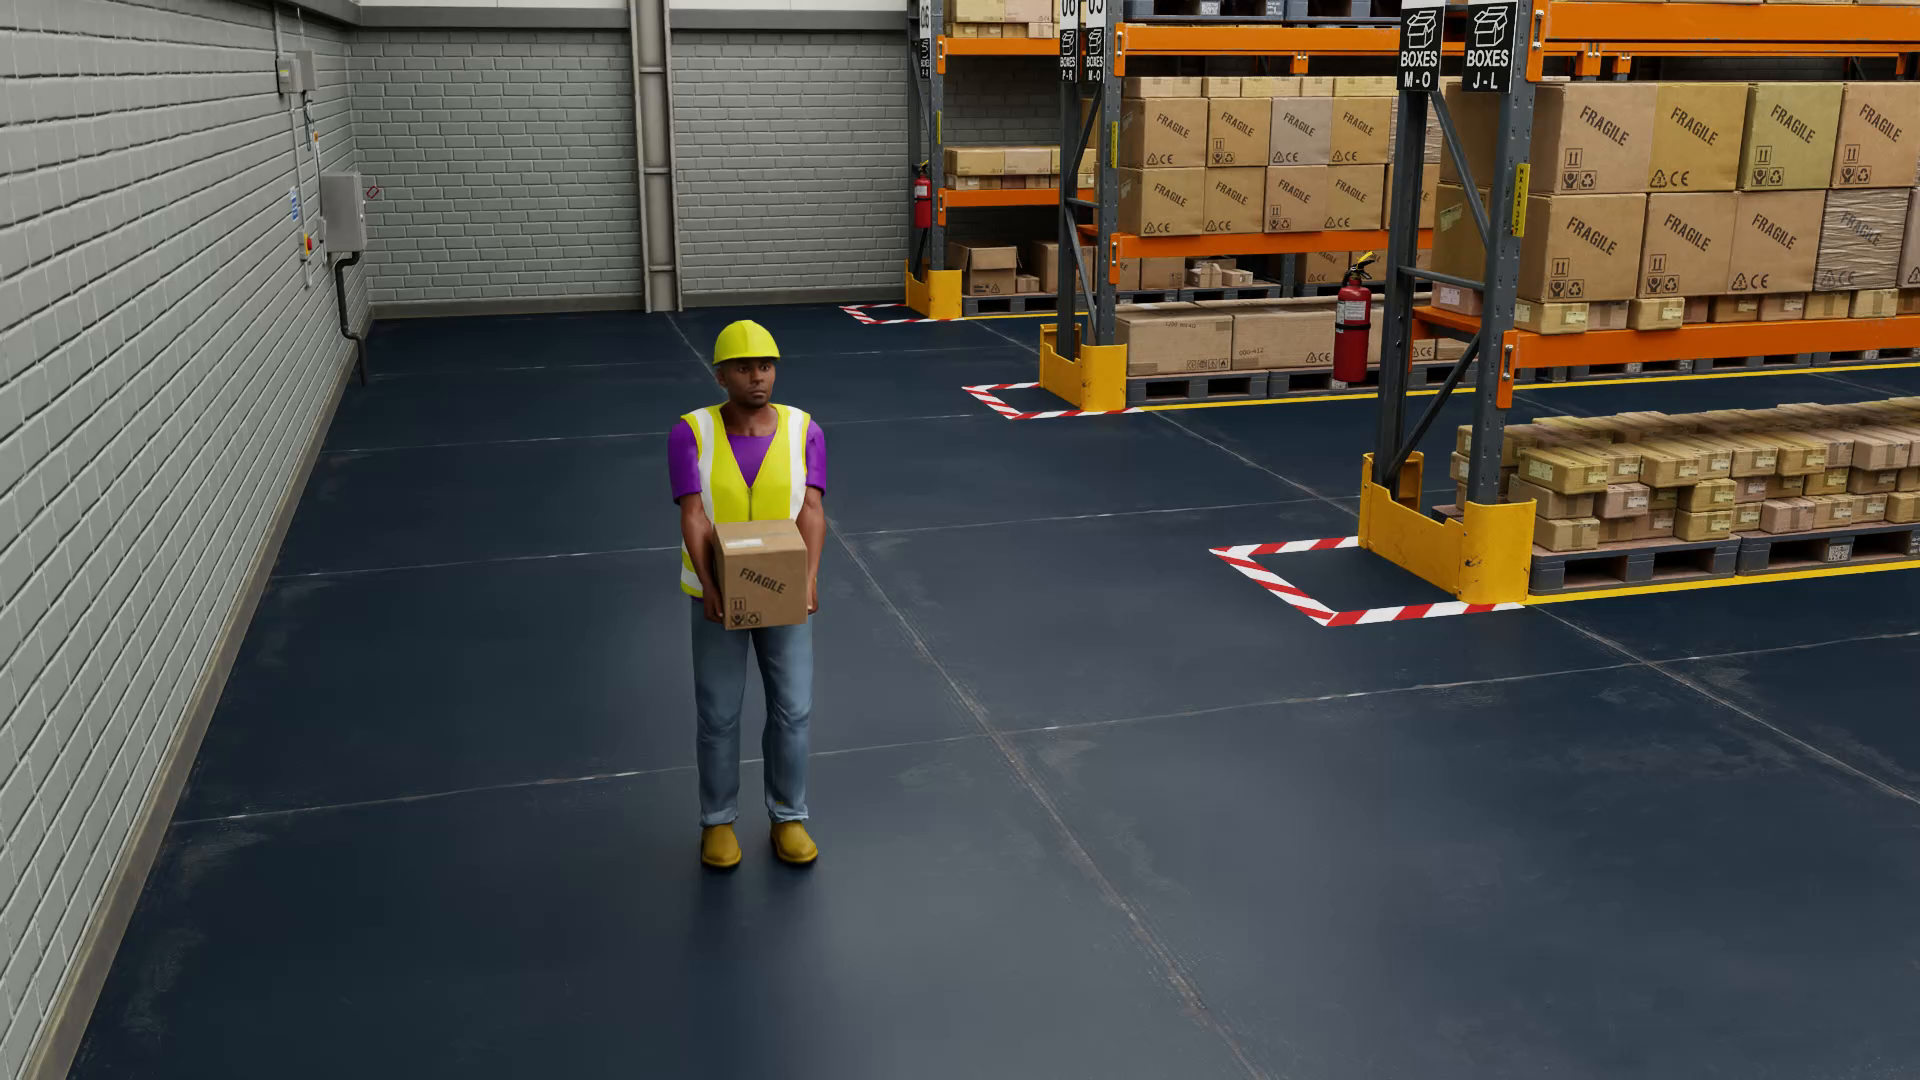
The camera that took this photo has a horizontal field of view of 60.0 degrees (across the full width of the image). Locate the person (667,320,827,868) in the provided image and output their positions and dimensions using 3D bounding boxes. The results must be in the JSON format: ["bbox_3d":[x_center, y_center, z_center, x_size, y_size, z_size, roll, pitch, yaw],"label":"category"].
[{"bbox_3d":[-0.643,0.198,5.300,0.503,1.760,0.577,-4,16,-14],"label":"person"}]
